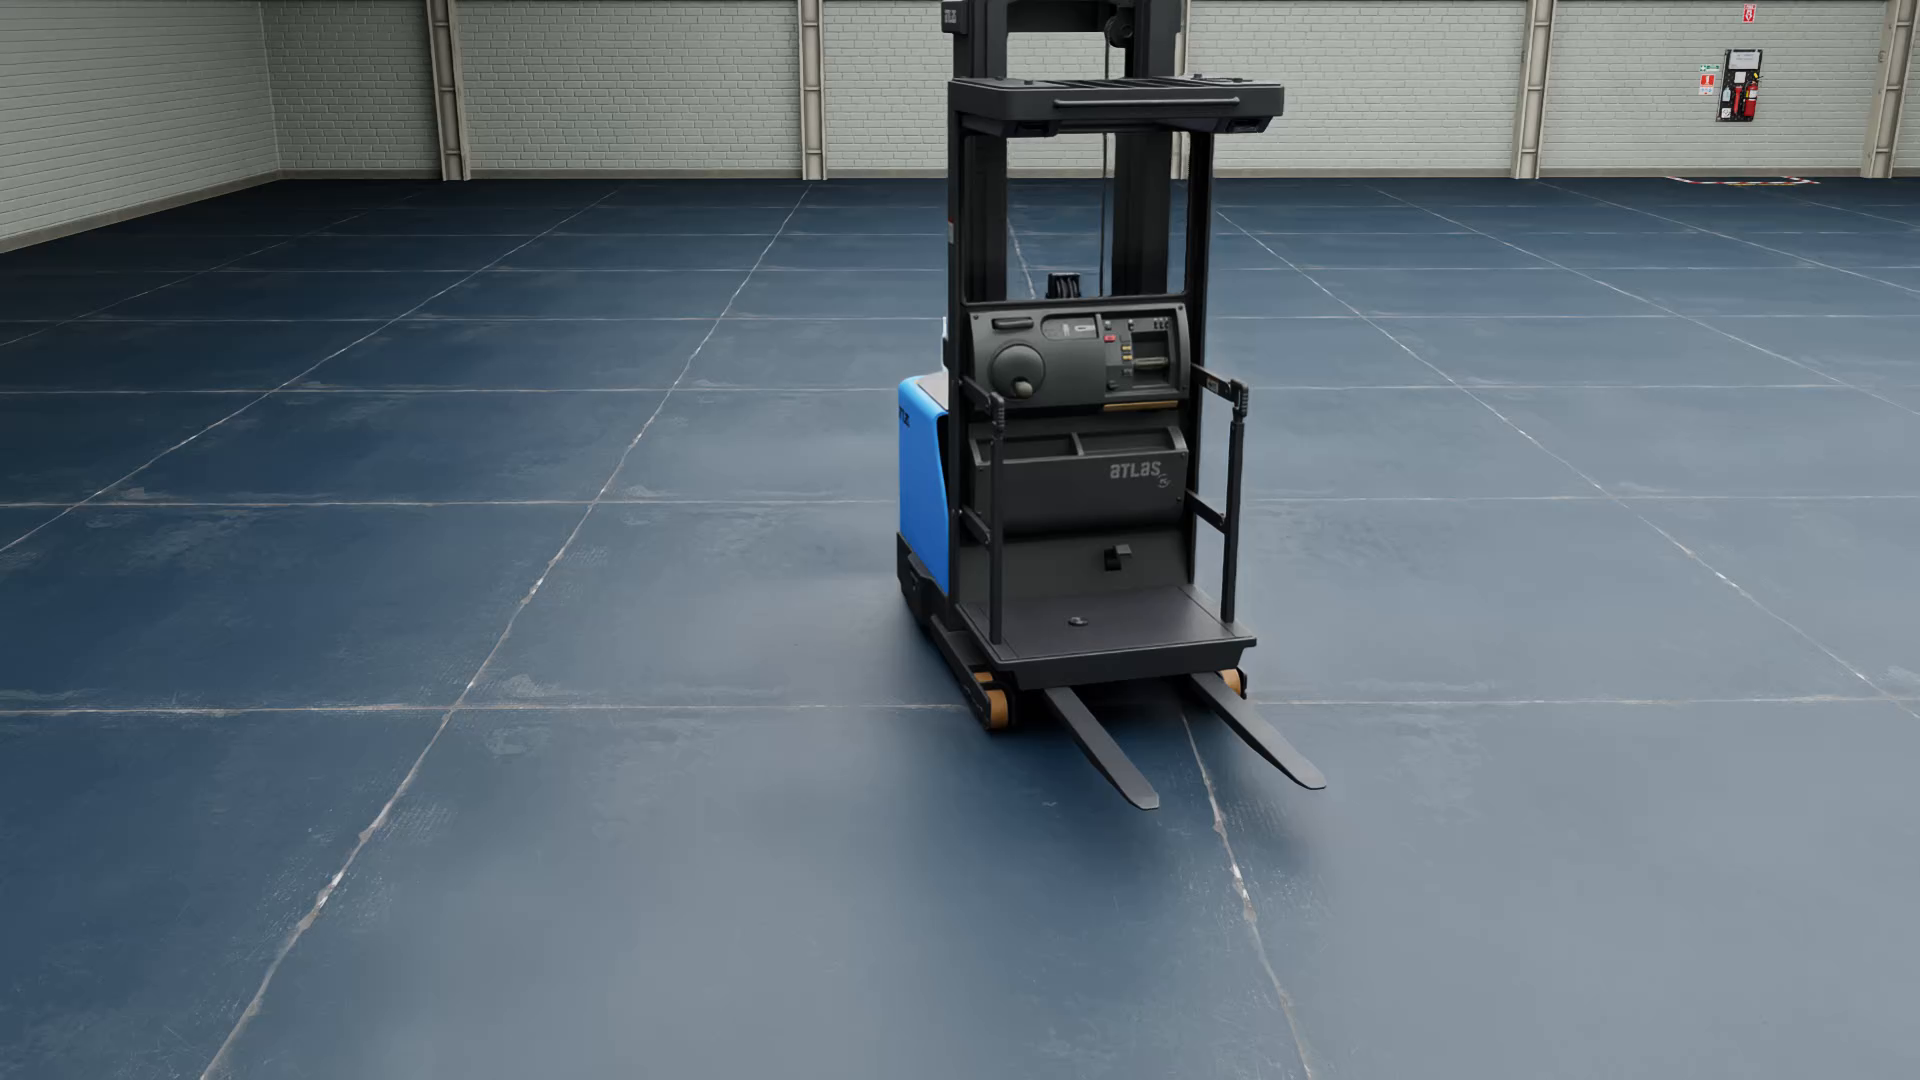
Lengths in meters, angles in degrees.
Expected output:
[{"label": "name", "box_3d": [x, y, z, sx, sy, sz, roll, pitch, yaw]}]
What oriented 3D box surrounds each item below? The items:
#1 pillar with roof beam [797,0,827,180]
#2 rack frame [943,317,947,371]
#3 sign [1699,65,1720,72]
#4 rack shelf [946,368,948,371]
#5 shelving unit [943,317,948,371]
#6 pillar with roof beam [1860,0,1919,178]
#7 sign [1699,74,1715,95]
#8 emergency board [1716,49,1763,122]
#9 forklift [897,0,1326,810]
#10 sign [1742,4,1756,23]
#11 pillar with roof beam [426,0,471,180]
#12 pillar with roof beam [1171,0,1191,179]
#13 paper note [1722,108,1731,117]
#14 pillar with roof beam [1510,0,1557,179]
[{"label": "pillar with roof beam", "box_3d": [-2.373, -9.049, 22.525, 0.400, 9.000, 9.100, 0, 18, -1]}, {"label": "rack frame", "box_3d": [-0.078, -0.571, 8.863, 0.015, 1.200, 0.240, 0, 18, -1]}, {"label": "sign", "box_3d": [12.535, -7.889, 27.805, 0.331, 0.109, 0.001, 0, 18, -1]}, {"label": "rack shelf", "box_3d": [0.166, -0.968, 8.740, 0.480, 0.148, 0.258, 0, 18, -1]}, {"label": "shelving unit", "box_3d": [0.166, -0.572, 8.867, 0.503, 1.200, 0.258, 0, 18, -1]}, {"label": "pillar with roof beam", "box_3d": [15.625, -9.136, 22.795, 0.400, 9.000, 9.100, 0, 18, -1]}, {"label": "sign", "box_3d": [12.531, -7.640, 27.894, 0.234, 0.329, 0.001, 0, 18, -1]}, {"label": "emergency board", "box_3d": [13.085, -7.594, 27.810, 0.643, 1.169, 0.194, 0, 18, -1]}, {"label": "forklift", "box_3d": [0.552, -0.762, 6.624, 1.130, 2.935, 3.031, -5, 18, -14]}, {"label": "sign", "box_3d": [13.076, -8.728, 27.550, 0.199, 0.298, 0.001, 0, 18, -1]}, {"label": "pillar with roof beam", "box_3d": [-8.372, -9.020, 22.435, 0.400, 9.000, 9.100, 0, 18, -1]}, {"label": "pillar with roof beam", "box_3d": [3.626, -9.078, 22.615, 0.400, 9.000, 9.100, 0, 18, -1]}, {"label": "paper note", "box_3d": [12.907, -7.195, 28.007, 0.142, 0.148, 0.016, 0, 18, -1]}, {"label": "pillar with roof beam", "box_3d": [9.625, -9.107, 22.705, 0.400, 9.000, 9.100, 0, 18, -1]}]
